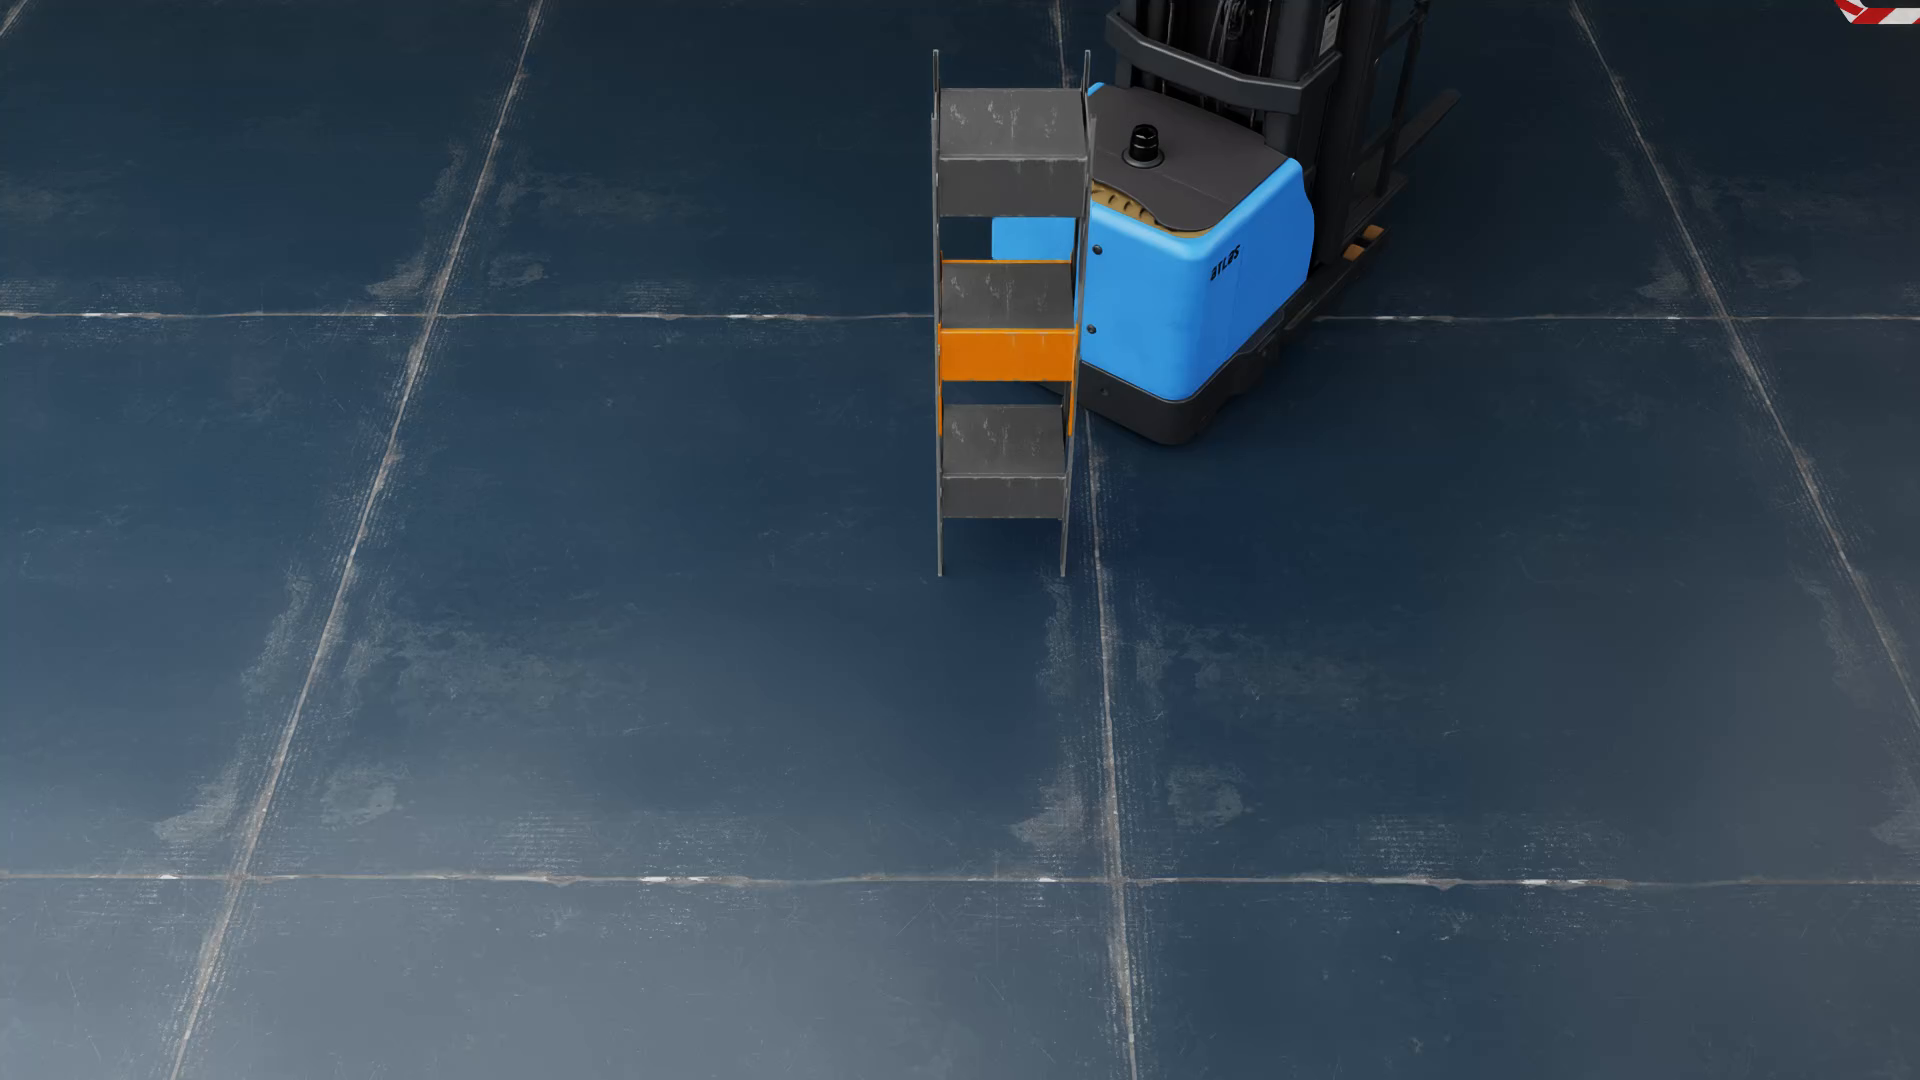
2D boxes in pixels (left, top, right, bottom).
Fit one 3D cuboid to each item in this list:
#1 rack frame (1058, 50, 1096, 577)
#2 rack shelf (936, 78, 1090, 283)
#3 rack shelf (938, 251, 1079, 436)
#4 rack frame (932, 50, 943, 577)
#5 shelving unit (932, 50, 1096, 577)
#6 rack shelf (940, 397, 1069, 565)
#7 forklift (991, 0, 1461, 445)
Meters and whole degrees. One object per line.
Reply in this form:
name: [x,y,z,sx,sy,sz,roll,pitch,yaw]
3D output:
rack frame: [0.410,-0.714,5.980,0.015,2.100,0.400,0,47,0]
rack shelf: [0.166,-1.183,5.479,0.480,0.518,0.431,0,47,0]
rack shelf: [0.166,-0.706,5.991,0.480,0.518,0.431,0,47,0]
rack frame: [-0.078,-0.716,5.982,0.015,2.100,0.400,0,47,0]
shelving unit: [0.166,-0.715,5.981,0.503,2.100,0.431,0,47,0]
rack shelf: [0.166,-0.229,6.503,0.480,0.518,0.431,0,47,0]
forklift: [1.411,-2.433,7.012,1.130,2.935,3.031,29,53,24]
